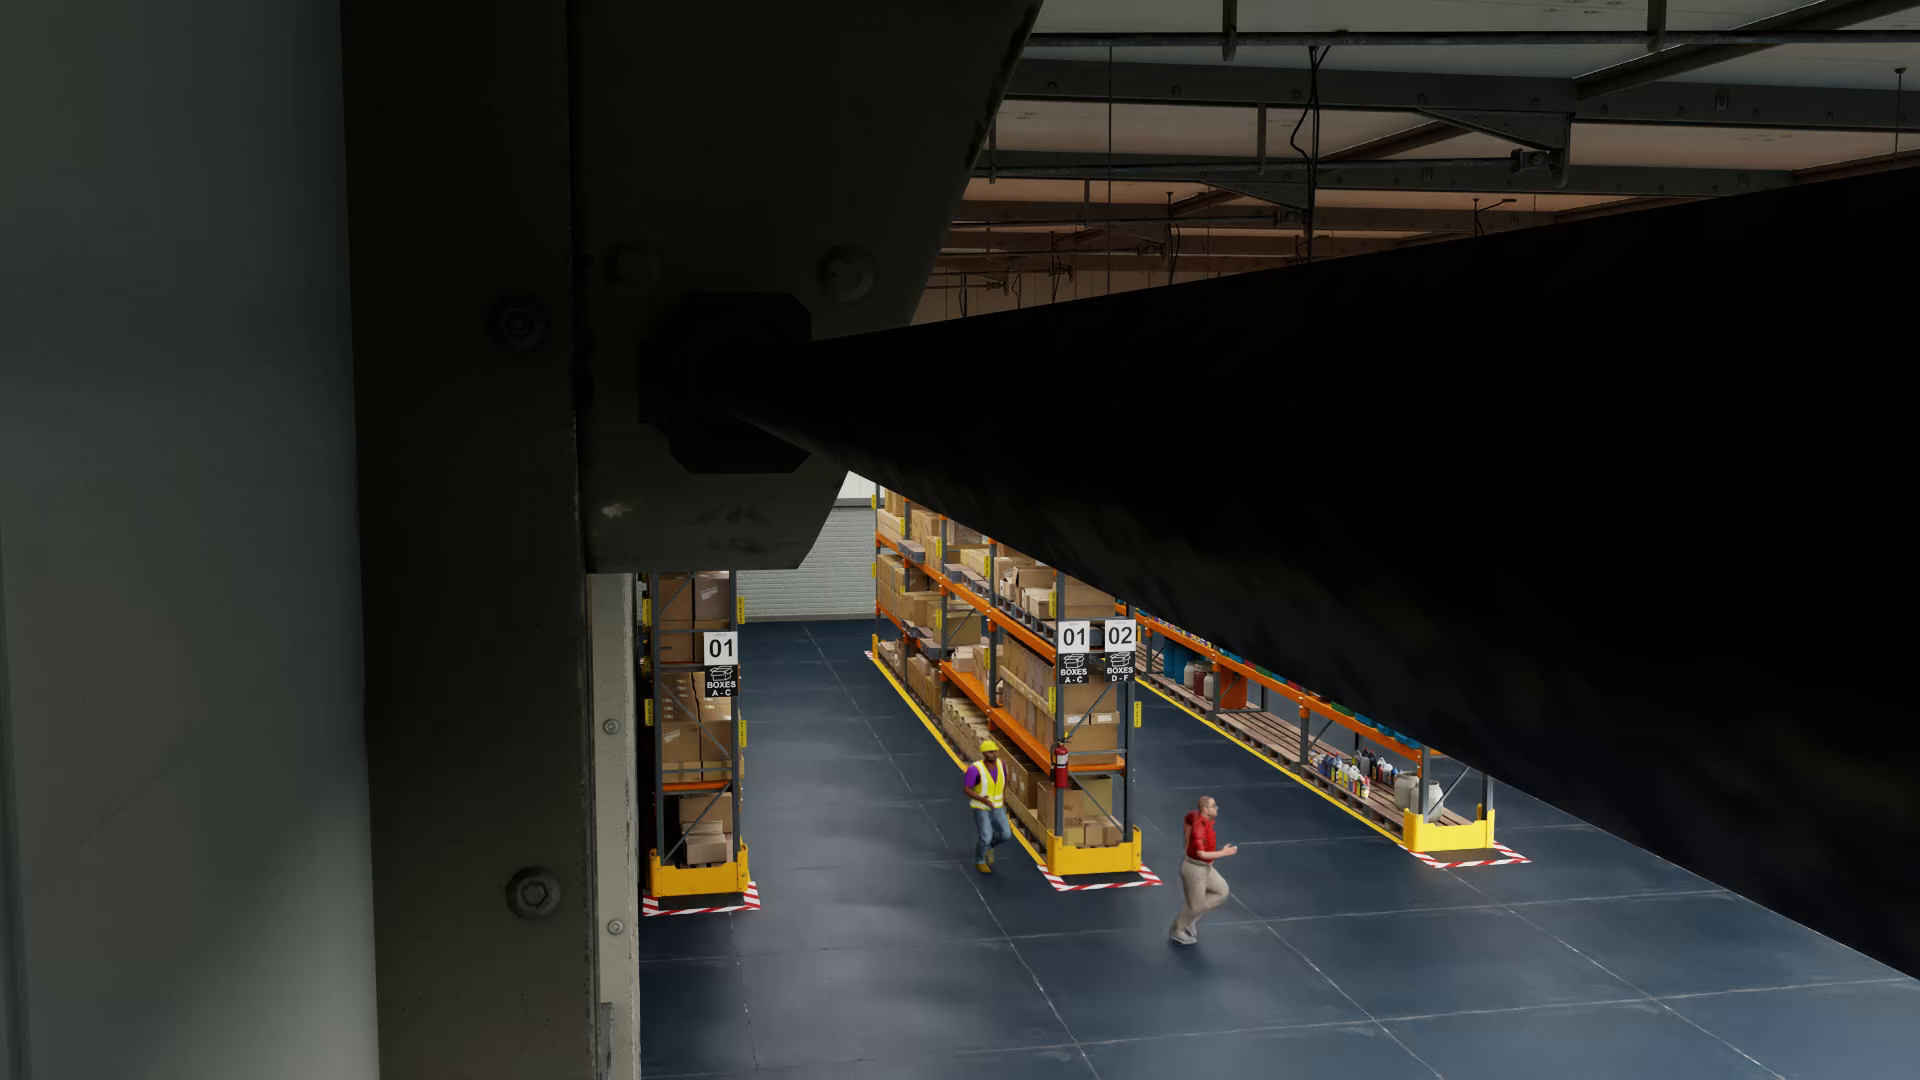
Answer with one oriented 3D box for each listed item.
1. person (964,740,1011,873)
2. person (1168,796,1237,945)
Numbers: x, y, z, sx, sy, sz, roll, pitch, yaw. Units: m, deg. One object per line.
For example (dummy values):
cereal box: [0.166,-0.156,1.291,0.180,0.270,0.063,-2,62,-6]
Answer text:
person: [0.384,3.348,20.847,0.702,1.709,0.609,-4,7,-31]
person: [2.663,3.616,18.229,0.748,1.677,0.703,2,6,15]
